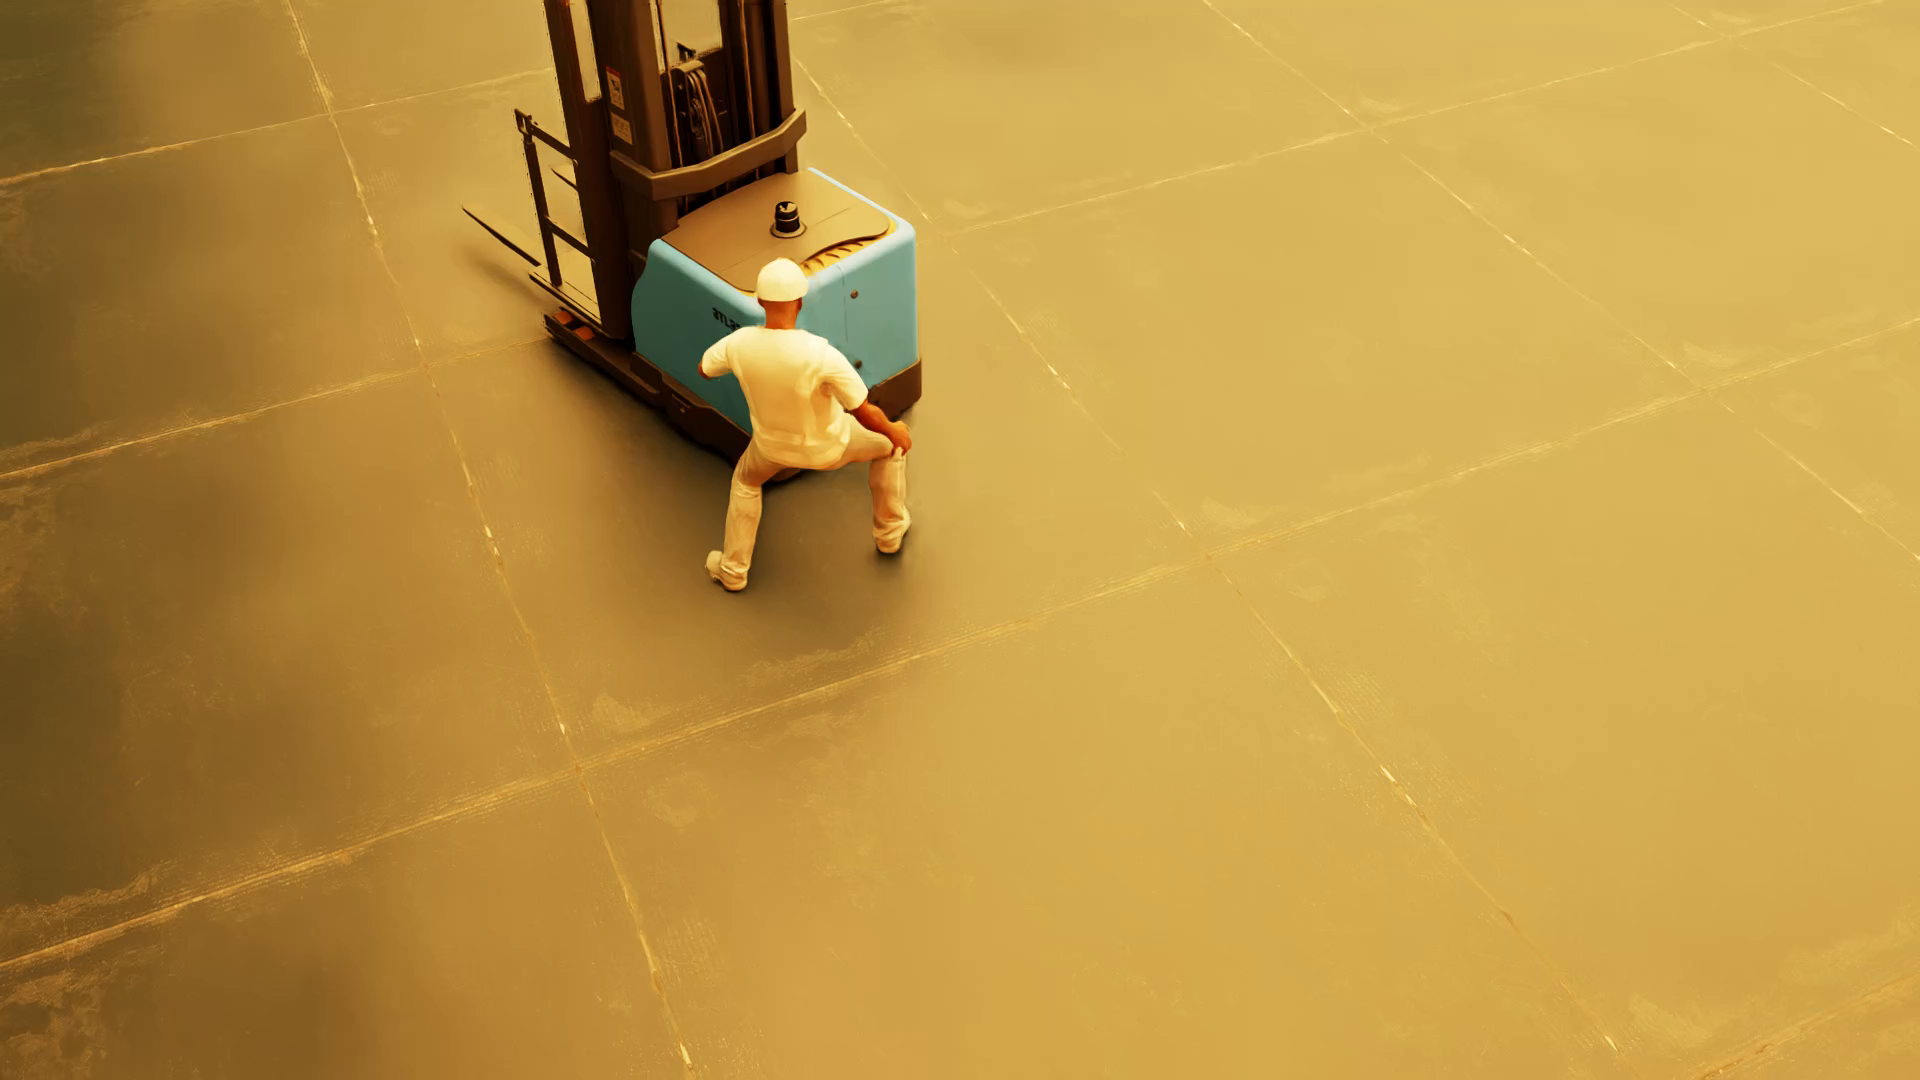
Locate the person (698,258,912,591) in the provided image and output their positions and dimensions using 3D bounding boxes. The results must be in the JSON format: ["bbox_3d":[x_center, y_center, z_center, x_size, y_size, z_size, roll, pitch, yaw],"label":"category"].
[{"bbox_3d":[-0.728,-0.523,7.228,1.020,1.632,0.719,14,45,14],"label":"person"}]

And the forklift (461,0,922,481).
[{"bbox_3d":[-1.581,-2.261,8.103,1.130,2.935,3.031,-34,52,-31],"label":"forklift"}]
